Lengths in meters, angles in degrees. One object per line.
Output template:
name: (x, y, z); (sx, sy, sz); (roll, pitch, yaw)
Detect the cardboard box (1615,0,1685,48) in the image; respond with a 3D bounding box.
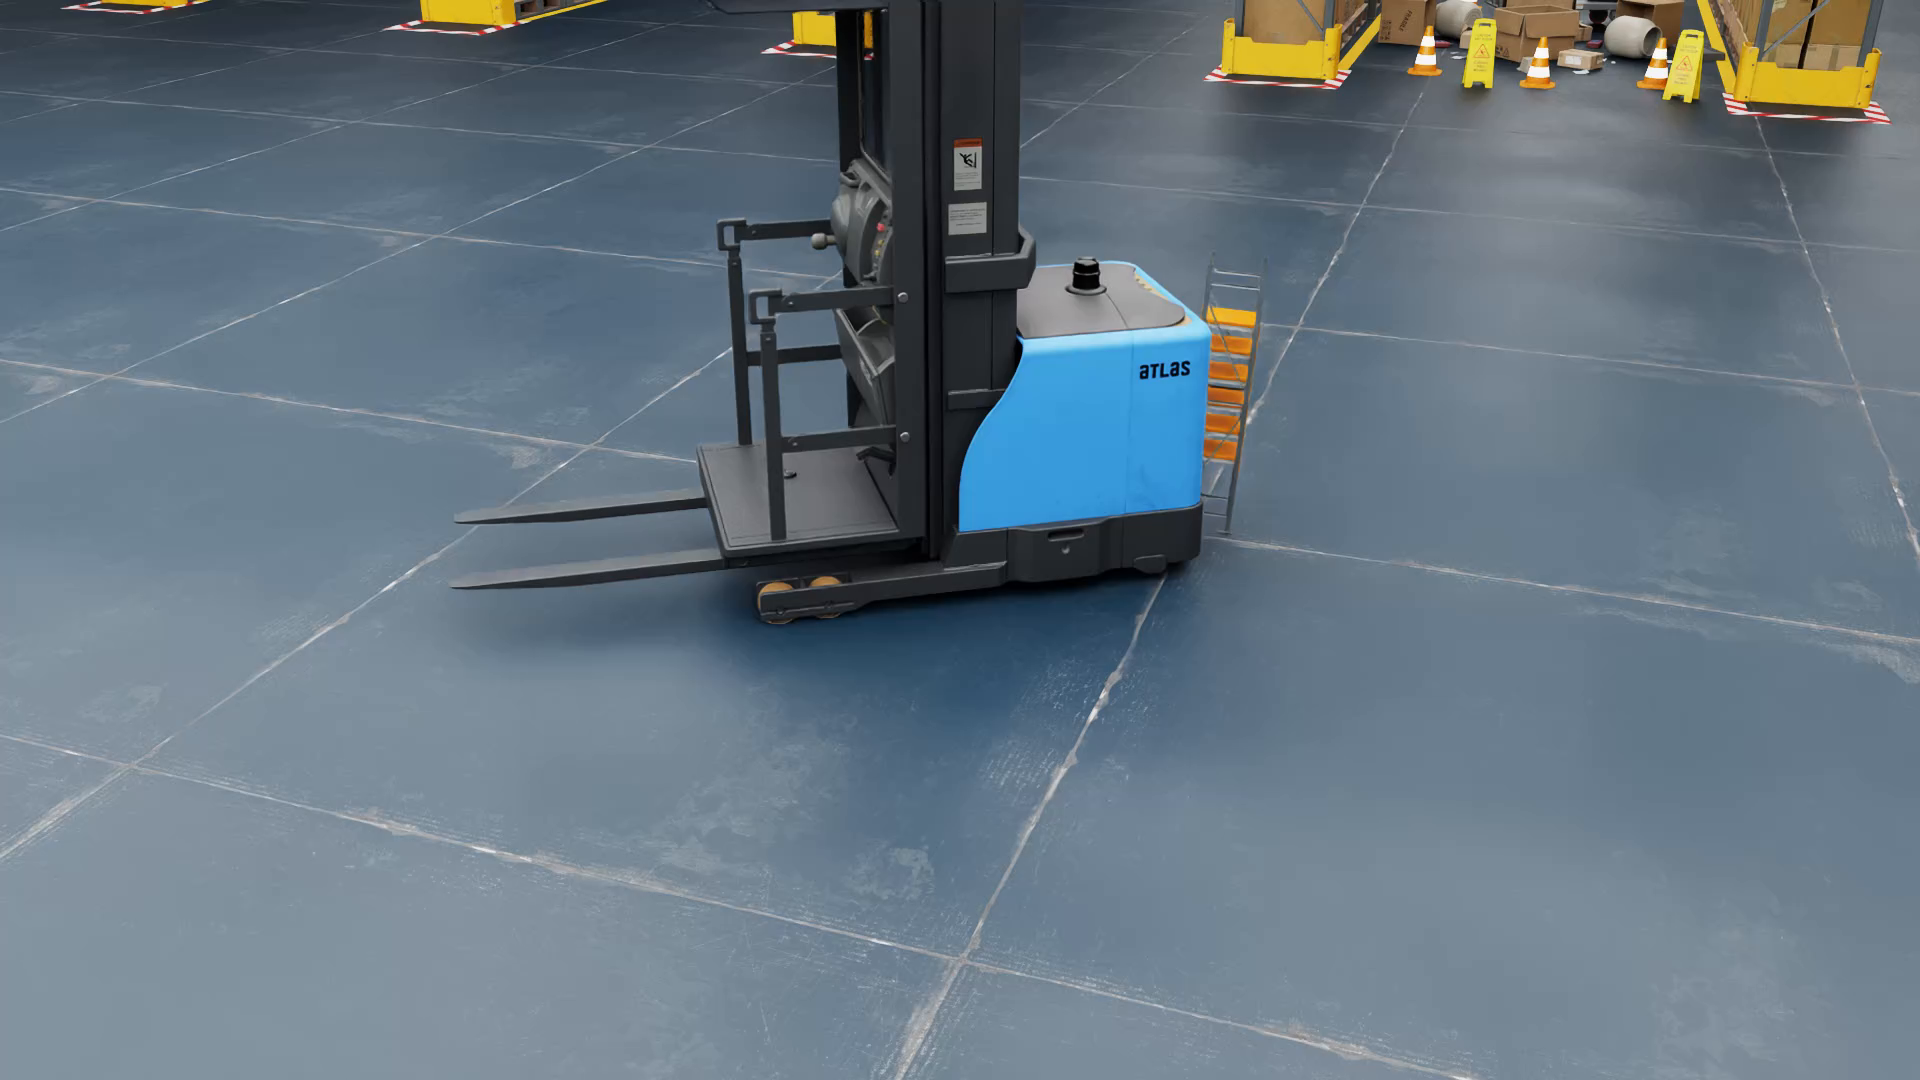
cardboard box: (7.709, -5.799, 18.650); (0.500, 0.500, 0.500); (-14, 29, -27)

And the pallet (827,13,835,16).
pallet: (-0.999, -6.064, 19.532); (1.003, 0.211, 1.213); (9, 27, 17)

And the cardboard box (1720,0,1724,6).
cardboard box: (9.757, -6.684, 20.146); (0.950, 0.372, 0.625); (11, 28, 21)

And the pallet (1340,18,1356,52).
pallet: (3.916, -5.783, 18.951); (1.003, 0.211, 1.213); (9, 27, 17)

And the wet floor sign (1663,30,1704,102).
wet floor sign: (6.945, -4.539, 15.885); (0.267, 0.644, 0.232); (20, 32, 35)

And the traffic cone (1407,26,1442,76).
traffic cone: (4.832, -5.069, 17.187); (0.336, 0.463, 0.334); (9, 27, 17)

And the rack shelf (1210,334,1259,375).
rack shelf: (1.129, -0.794, 7.049); (0.258, 0.103, 0.180); (8, 27, 8)

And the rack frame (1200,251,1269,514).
rack frame: (1.135, -0.659, 7.217); (0.240, 1.200, 0.006); (8, 27, 8)

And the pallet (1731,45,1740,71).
pallet: (8.754, -5.126, 17.595); (1.003, 0.211, 1.213); (9, 27, 17)

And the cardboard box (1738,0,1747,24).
cardboard box: (8.383, -5.599, 17.185); (0.500, 0.500, 0.500); (8, 27, 16)

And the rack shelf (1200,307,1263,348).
rack shelf: (1.136, -0.902, 6.995); (0.258, 0.103, 0.180); (8, 27, 8)

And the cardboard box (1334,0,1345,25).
cardboard box: (3.770, -6.081, 18.323); (0.875, 0.875, 0.875); (8, 27, 17)

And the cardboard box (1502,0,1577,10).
cardboard box: (6.518, -5.934, 18.772); (0.797, 0.637, 0.503); (9, 27, 17)

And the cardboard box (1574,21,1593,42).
cardboard box: (7.053, -5.911, 19.154); (0.258, 0.266, 0.396); (-9, 27, -18)

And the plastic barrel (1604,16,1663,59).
plastic barrel: (7.277, -5.431, 17.980); (0.421, 0.421, 0.512); (-14, 29, -27)

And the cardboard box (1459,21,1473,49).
cardboard box: (5.812, -5.638, 18.589); (0.396, 0.266, 0.258); (14, 29, 26)

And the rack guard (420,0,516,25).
rack guard: (-6.018, -6.590, 20.287); (1.175, 0.500, 0.348); (9, 27, 17)

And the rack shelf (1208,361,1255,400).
rack shelf: (1.122, -0.687, 7.102); (0.258, 0.103, 0.180); (8, 27, 8)

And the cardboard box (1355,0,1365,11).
cardboard box: (4.372, -6.826, 19.863); (0.875, 0.875, 0.875); (9, 27, 18)

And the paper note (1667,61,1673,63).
paper note: (7.583, -5.135, 17.821); (0.142, 0.019, 0.148); (0, 26, -1)

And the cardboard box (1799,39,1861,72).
cardboard box: (8.547, -4.765, 16.322); (0.500, 0.250, 0.500); (9, 27, 17)

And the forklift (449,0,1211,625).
forklift: (-0.566, -1.238, 6.444); (3.031, 2.935, 1.130); (-6, 27, -13)

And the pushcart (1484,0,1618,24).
pushcart: (7.182, -6.295, 19.819); (1.648, 0.377, 0.936); (0, 26, -1)

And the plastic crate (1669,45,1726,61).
plastic crate: (8.053, -5.325, 18.157); (0.402, 0.080, 0.583); (0, 26, -1)

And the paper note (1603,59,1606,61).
paper note: (6.879, -5.185, 17.936); (0.148, 0.019, 0.142); (20, 32, 35)

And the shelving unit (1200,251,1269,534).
shelving unit: (1.118, -0.620, 7.136); (0.258, 1.200, 0.189); (8, 27, 8)

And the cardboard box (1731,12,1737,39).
cardboard box: (8.556, -5.474, 17.788); (0.500, 0.250, 0.500); (8, 27, 17)

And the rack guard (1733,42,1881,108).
rack guard: (8.043, -4.428, 15.821); (1.175, 0.500, 0.348); (9, 27, 17)

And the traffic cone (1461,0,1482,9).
traffic cone: (6.517, -7.032, 21.243); (0.336, 0.463, 0.334); (9, 27, 17)

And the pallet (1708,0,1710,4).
pallet: (10.418, -7.233, 21.947); (1.003, 0.211, 1.213); (9, 27, 17)

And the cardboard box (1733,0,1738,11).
cardboard box: (8.730, -6.029, 18.074); (0.500, 0.500, 0.500); (10, 28, 20)

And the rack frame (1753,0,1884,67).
rack frame: (8.017, -5.522, 15.212); (1.000, 3.000, 0.127); (9, 27, 17)

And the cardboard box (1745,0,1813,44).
cardboard box: (8.038, -5.178, 16.315); (0.500, 0.500, 0.500); (9, 27, 18)

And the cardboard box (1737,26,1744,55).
cardboard box: (8.212, -5.056, 16.924); (0.500, 0.250, 0.500); (9, 27, 18)

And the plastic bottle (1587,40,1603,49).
plastic bottle: (7.150, -5.585, 18.714); (0.133, 0.061, 0.283); (14, 29, 26)

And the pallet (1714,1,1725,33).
pallet: (9.606, -6.231, 19.876); (1.003, 0.211, 1.213); (9, 27, 17)

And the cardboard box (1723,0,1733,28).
cardboard box: (8.897, -5.914, 18.695); (0.500, 0.250, 0.500); (7, 27, 15)

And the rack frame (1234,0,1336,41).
rack frame: (3.316, -6.198, 16.609); (1.000, 3.000, 0.127); (9, 27, 17)

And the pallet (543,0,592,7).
pallet: (-5.335, -7.293, 22.070); (1.003, 0.211, 1.213); (9, 27, 17)
